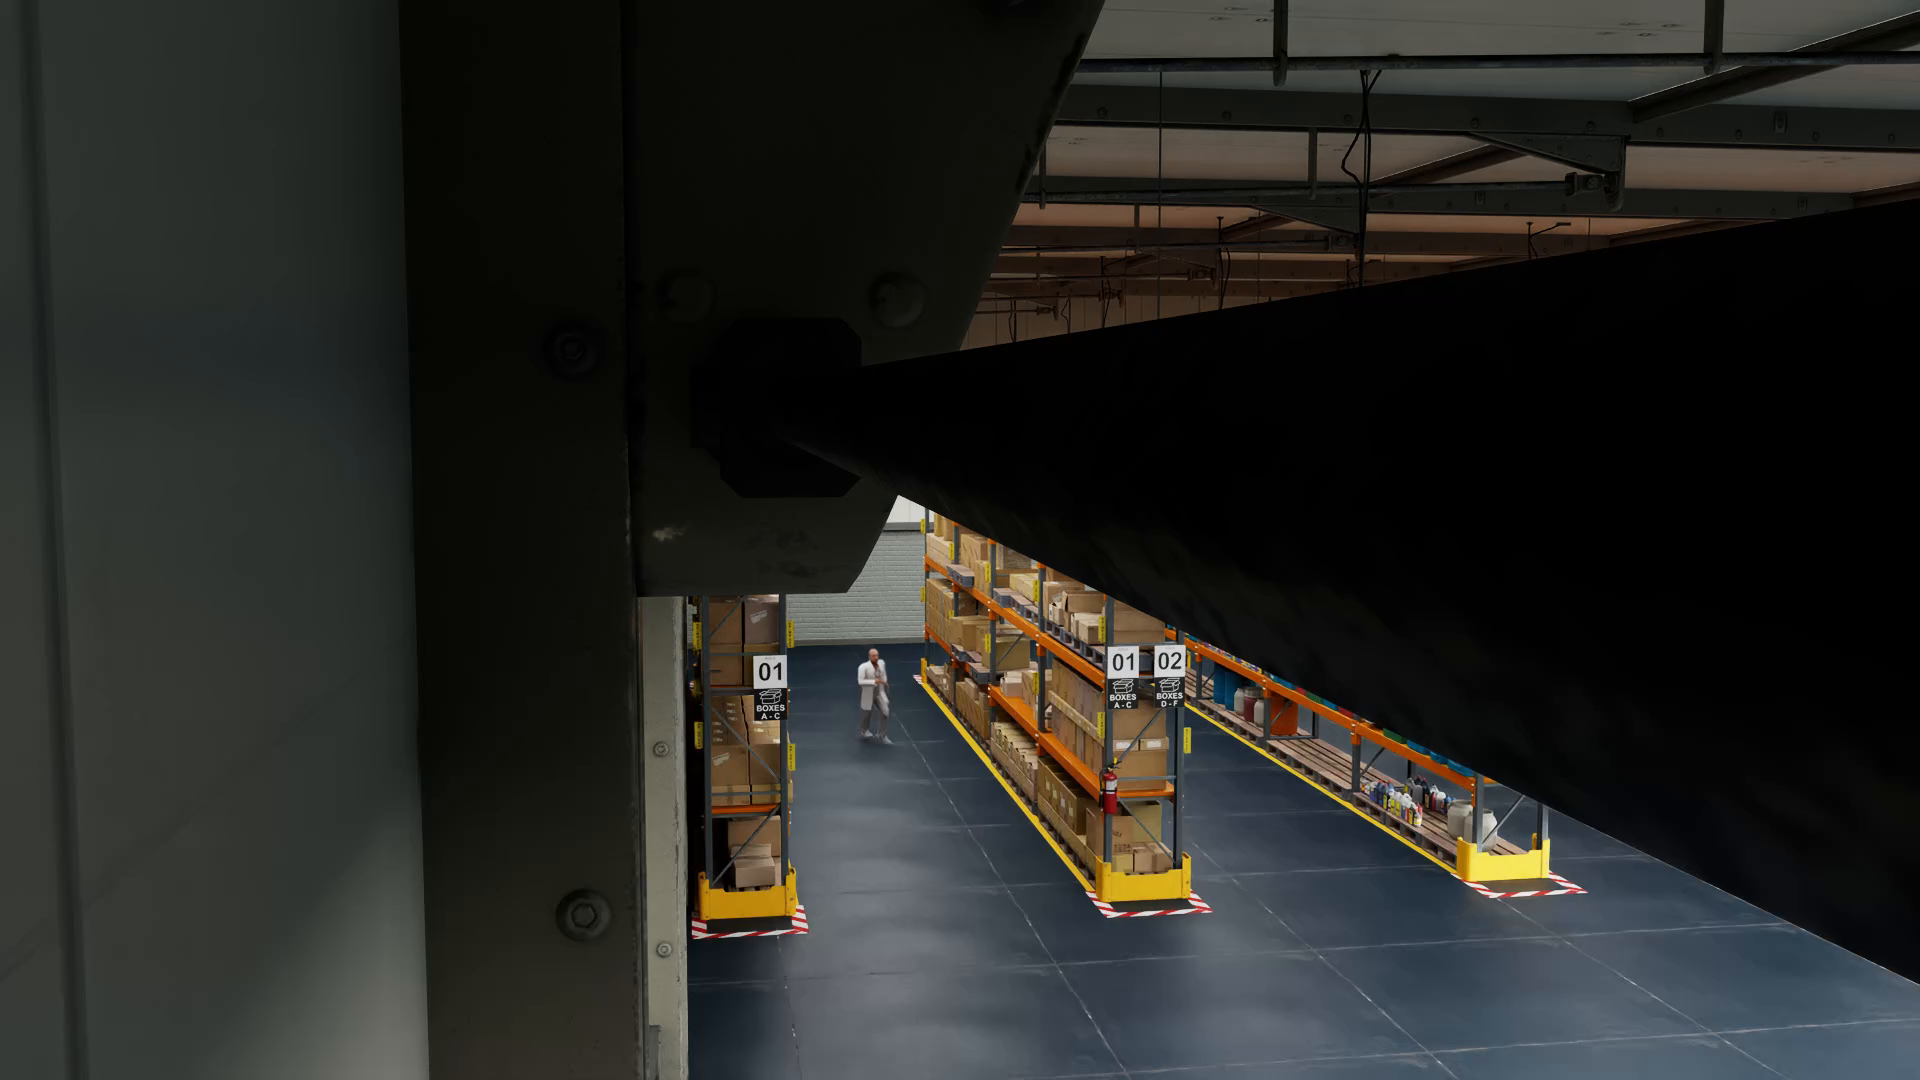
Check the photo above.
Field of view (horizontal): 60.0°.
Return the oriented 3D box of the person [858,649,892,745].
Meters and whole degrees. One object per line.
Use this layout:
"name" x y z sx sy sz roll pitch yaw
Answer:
"person" -1.598 2.824 30.152 0.699 1.764 0.977 -2 6 -26
